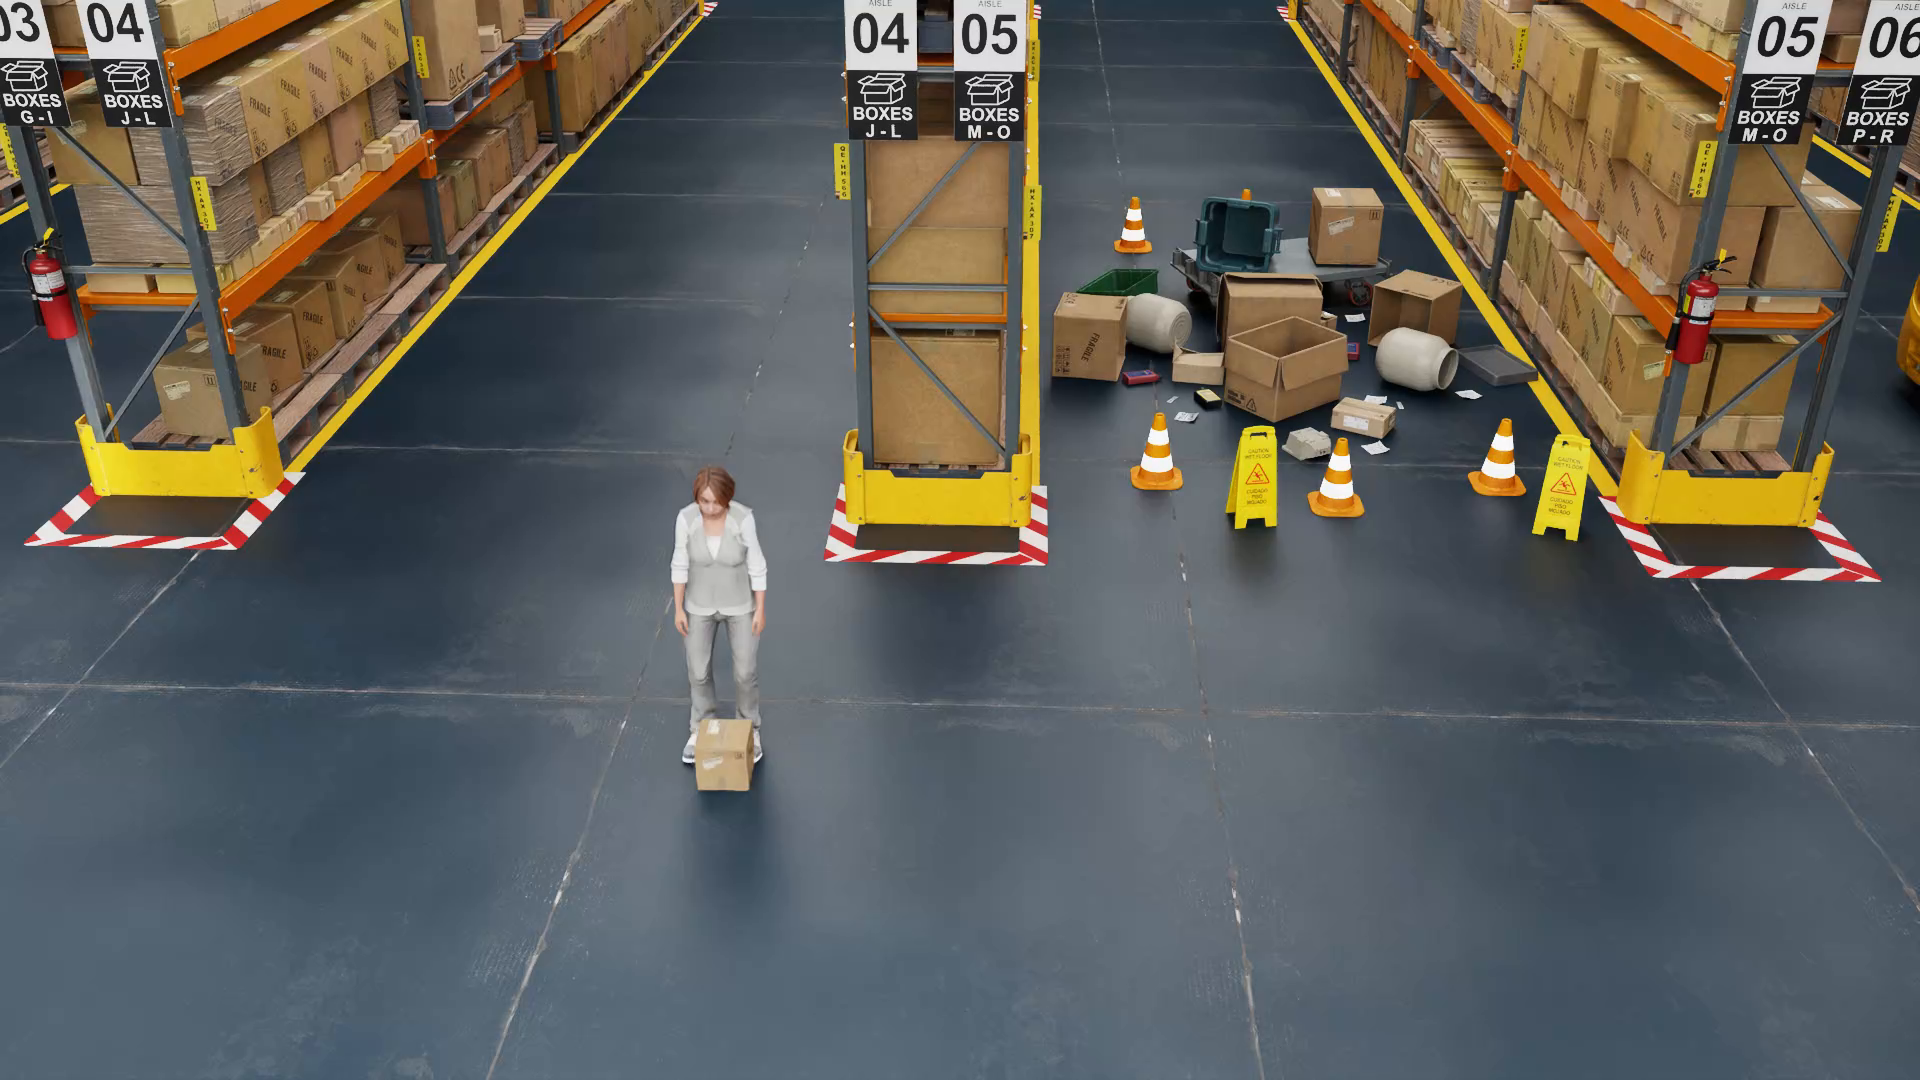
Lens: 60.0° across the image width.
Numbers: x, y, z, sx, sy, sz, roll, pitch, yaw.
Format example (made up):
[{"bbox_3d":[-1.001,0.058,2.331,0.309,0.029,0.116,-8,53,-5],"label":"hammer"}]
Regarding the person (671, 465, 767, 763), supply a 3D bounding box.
[{"bbox_3d":[-1.150,0.342,8.000,0.462,1.593,0.339,0,28,0],"label":"person"}]
